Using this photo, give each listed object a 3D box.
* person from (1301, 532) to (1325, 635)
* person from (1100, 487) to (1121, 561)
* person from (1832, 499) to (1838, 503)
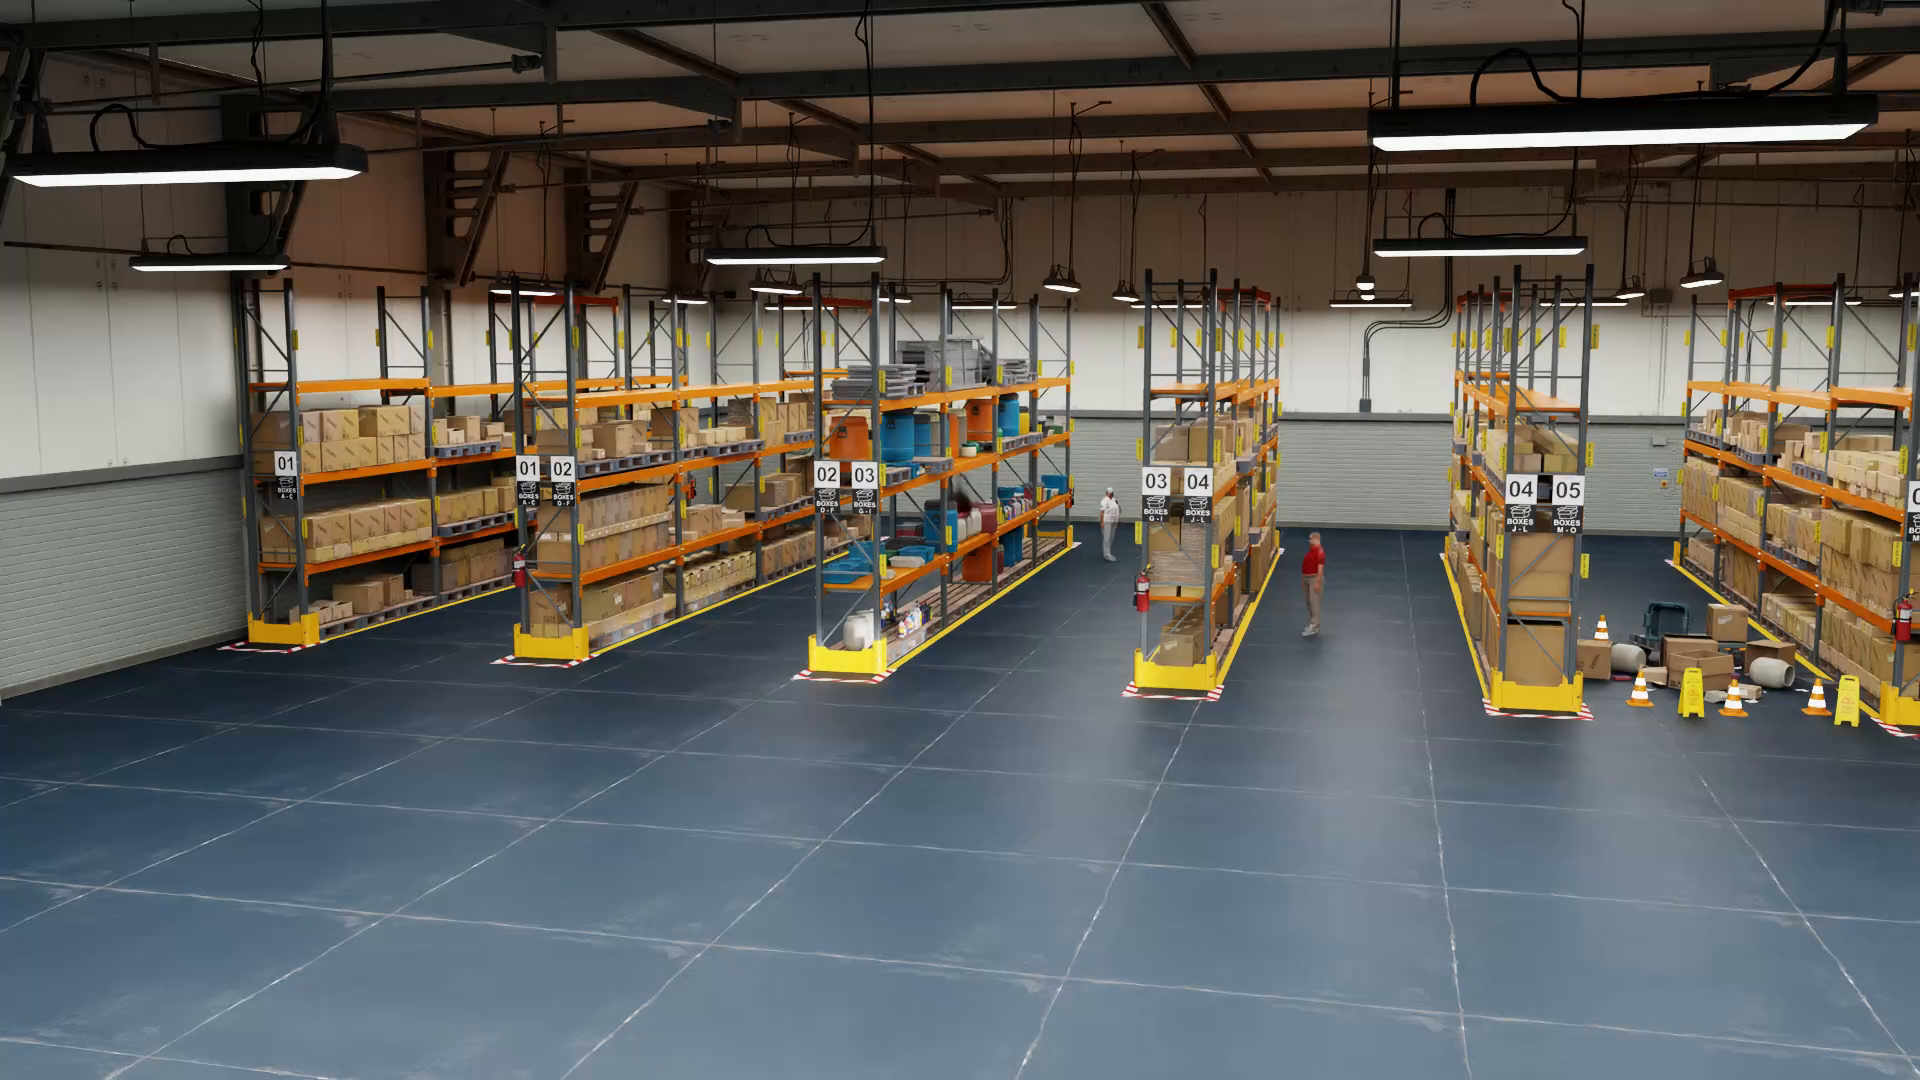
[{"bbox_3d":[6.032,0.739,28.538,0.539,1.750,0.542,-3,8,-24],"label":"person"},{"bbox_3d":[3.470,-0.380,38.131,0.521,1.682,0.538,-7,10,-44],"label":"person"},{"bbox_3d":[18.861,-0.122,35.852,0.504,1.645,0.595,-4,8,-28],"label":"person"}]
